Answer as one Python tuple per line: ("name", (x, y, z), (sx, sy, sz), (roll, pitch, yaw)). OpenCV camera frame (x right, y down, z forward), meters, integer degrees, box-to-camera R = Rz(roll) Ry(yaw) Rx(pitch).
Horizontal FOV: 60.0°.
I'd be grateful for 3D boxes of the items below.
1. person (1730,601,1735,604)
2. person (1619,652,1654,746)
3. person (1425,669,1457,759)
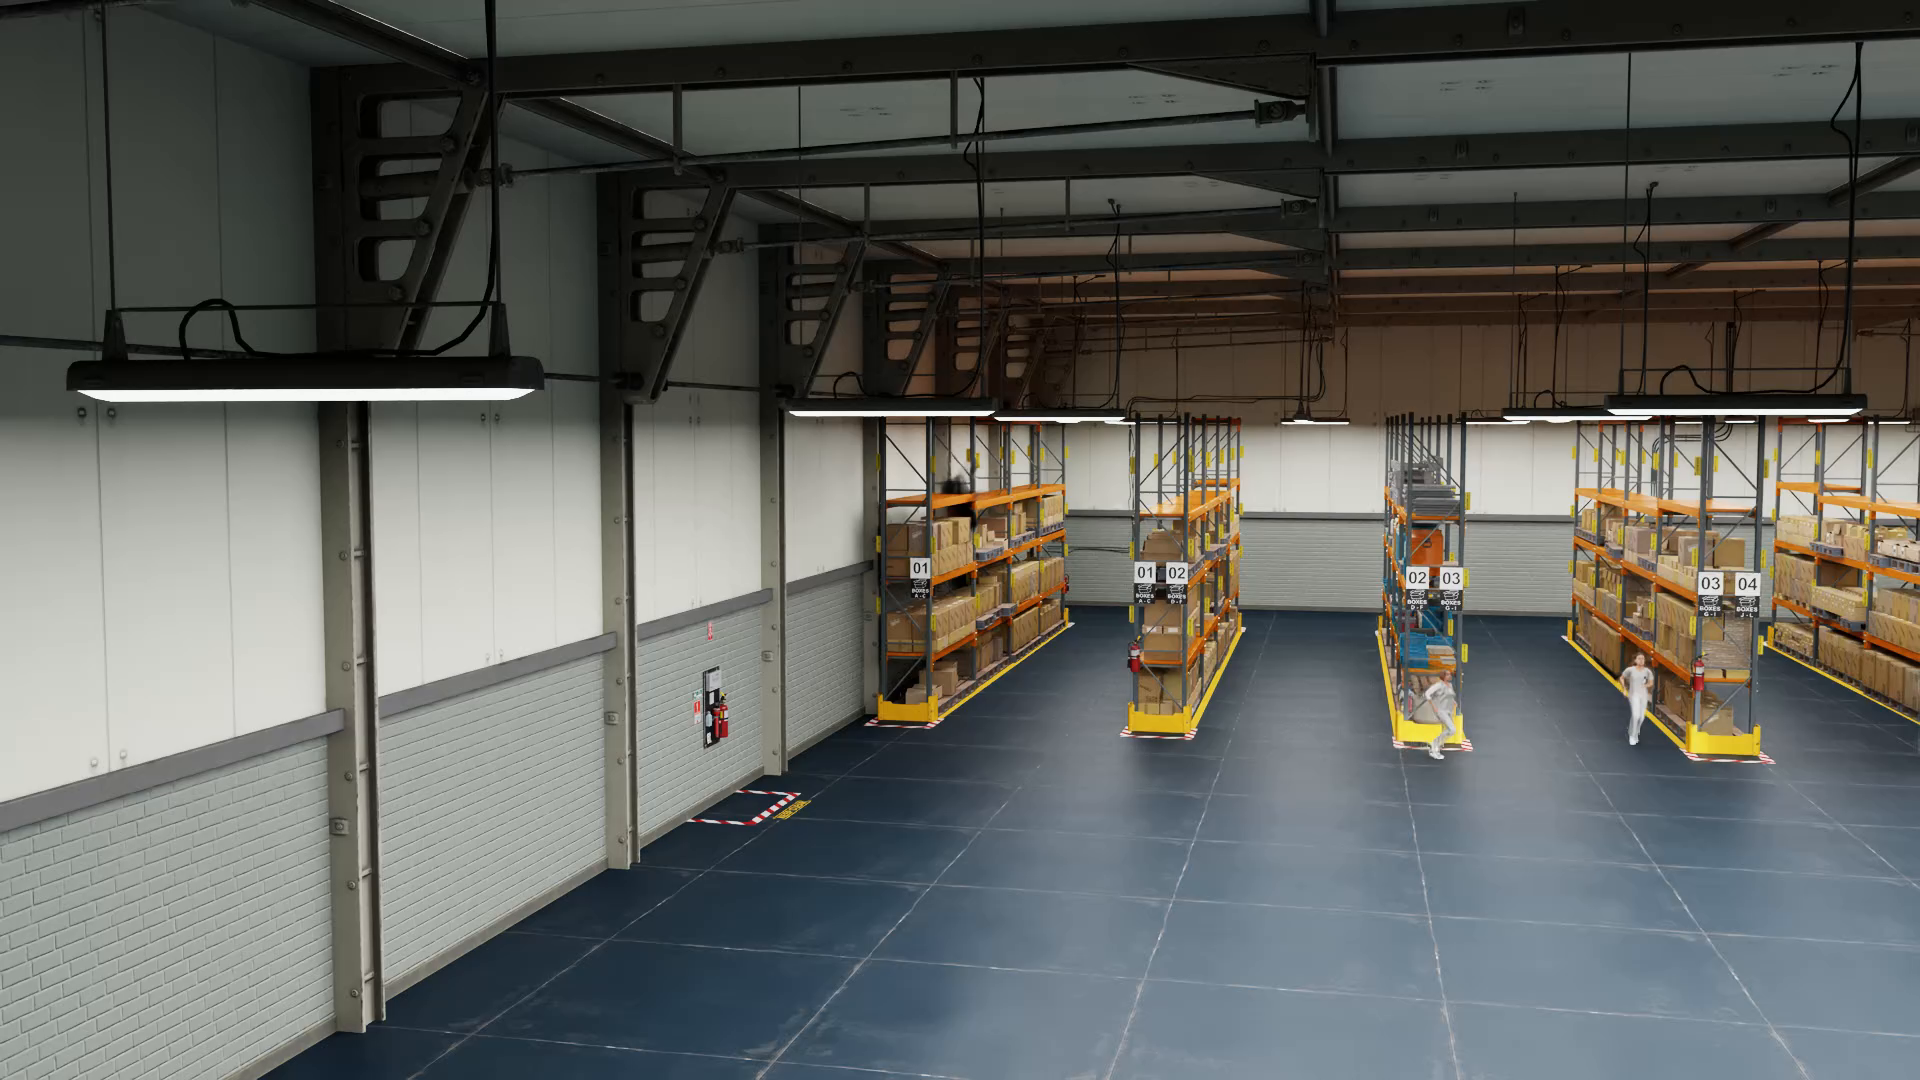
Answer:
("person", (20.087, 1.887, 44.193), (0.718, 1.681, 0.775), (-1, 4, -21))
("person", (12.234, 2.873, 30.008), (0.533, 1.644, 0.603), (0, 4, 7))
("person", (8.358, 3.002, 28.693), (0.512, 1.551, 0.534), (4, 5, 44))
